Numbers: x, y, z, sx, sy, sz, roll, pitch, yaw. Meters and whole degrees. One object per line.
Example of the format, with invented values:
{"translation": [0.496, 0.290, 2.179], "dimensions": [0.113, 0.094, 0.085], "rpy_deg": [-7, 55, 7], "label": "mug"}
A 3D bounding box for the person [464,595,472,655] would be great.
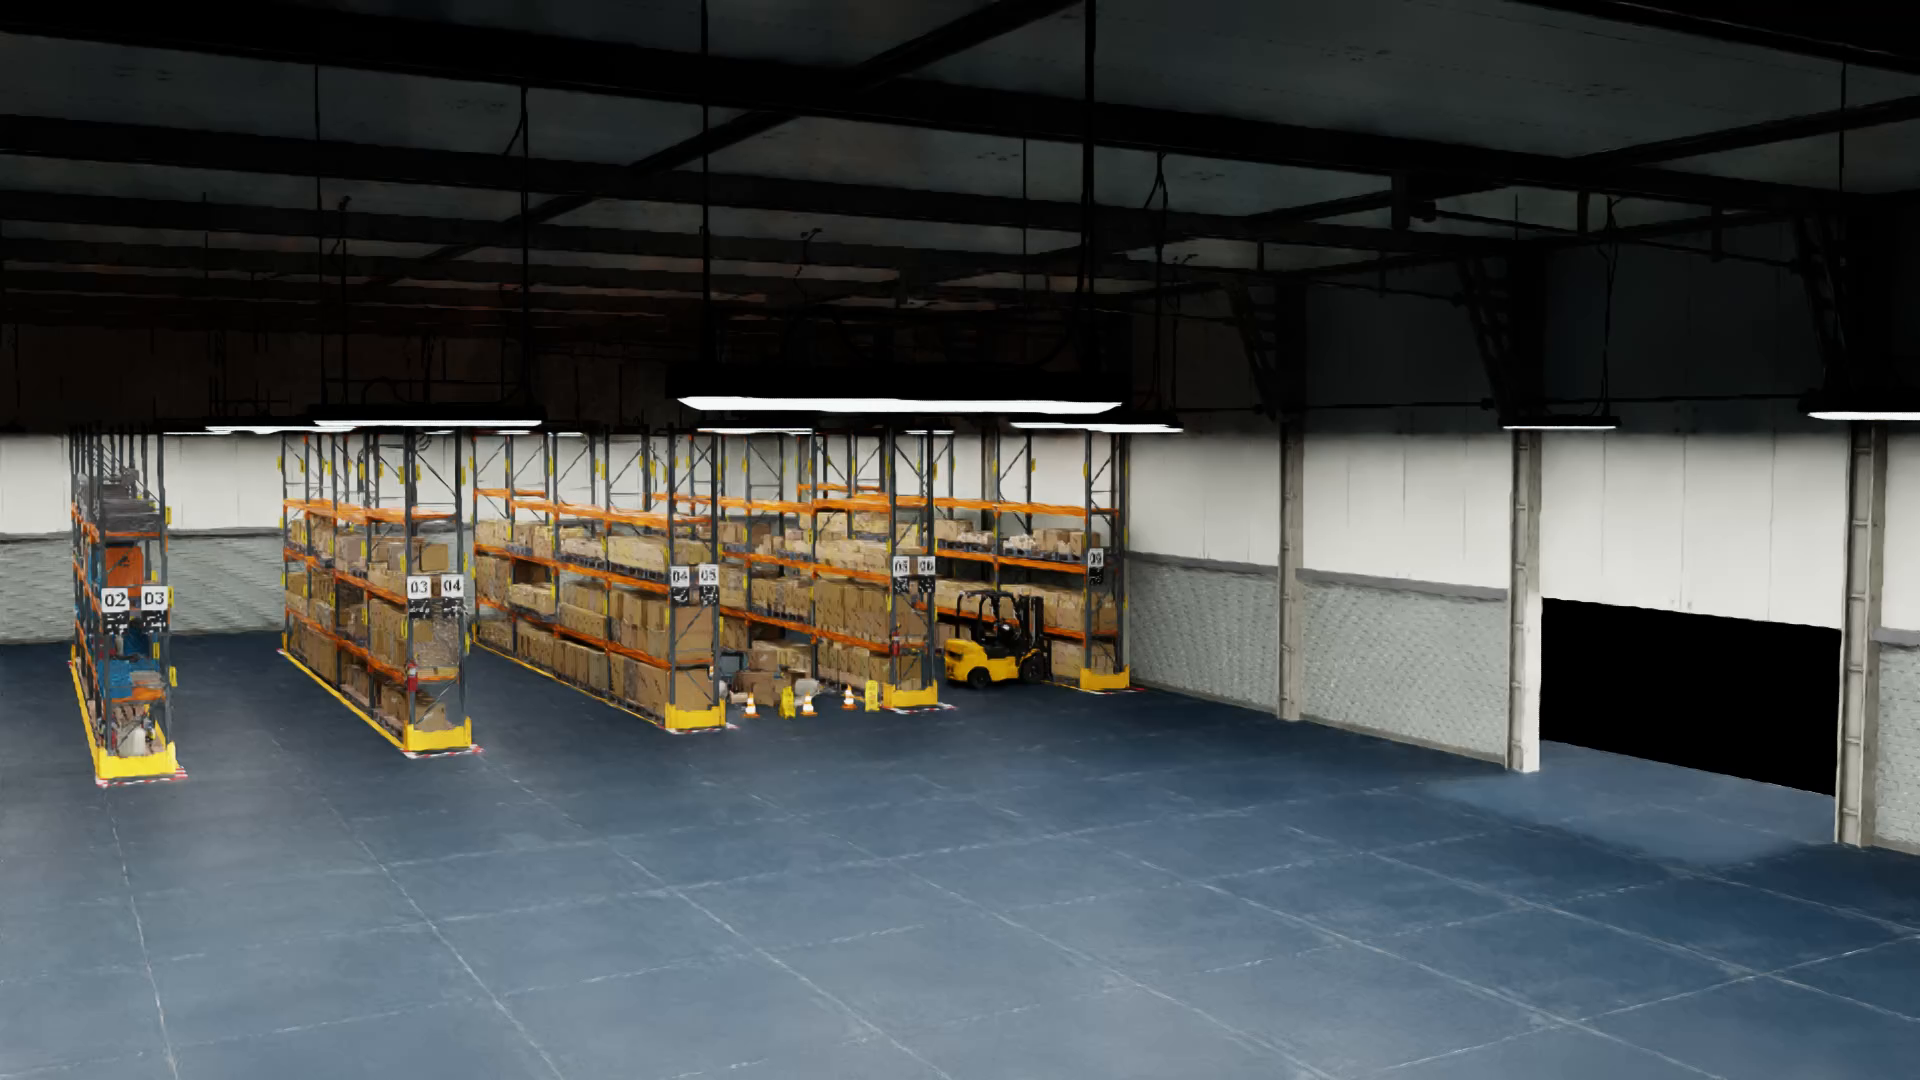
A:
{"translation": [-13.140, 2.209, 43.708], "dimensions": [0.435, 1.589, 1.086], "rpy_deg": [-2, 4, -27], "label": "person"}
